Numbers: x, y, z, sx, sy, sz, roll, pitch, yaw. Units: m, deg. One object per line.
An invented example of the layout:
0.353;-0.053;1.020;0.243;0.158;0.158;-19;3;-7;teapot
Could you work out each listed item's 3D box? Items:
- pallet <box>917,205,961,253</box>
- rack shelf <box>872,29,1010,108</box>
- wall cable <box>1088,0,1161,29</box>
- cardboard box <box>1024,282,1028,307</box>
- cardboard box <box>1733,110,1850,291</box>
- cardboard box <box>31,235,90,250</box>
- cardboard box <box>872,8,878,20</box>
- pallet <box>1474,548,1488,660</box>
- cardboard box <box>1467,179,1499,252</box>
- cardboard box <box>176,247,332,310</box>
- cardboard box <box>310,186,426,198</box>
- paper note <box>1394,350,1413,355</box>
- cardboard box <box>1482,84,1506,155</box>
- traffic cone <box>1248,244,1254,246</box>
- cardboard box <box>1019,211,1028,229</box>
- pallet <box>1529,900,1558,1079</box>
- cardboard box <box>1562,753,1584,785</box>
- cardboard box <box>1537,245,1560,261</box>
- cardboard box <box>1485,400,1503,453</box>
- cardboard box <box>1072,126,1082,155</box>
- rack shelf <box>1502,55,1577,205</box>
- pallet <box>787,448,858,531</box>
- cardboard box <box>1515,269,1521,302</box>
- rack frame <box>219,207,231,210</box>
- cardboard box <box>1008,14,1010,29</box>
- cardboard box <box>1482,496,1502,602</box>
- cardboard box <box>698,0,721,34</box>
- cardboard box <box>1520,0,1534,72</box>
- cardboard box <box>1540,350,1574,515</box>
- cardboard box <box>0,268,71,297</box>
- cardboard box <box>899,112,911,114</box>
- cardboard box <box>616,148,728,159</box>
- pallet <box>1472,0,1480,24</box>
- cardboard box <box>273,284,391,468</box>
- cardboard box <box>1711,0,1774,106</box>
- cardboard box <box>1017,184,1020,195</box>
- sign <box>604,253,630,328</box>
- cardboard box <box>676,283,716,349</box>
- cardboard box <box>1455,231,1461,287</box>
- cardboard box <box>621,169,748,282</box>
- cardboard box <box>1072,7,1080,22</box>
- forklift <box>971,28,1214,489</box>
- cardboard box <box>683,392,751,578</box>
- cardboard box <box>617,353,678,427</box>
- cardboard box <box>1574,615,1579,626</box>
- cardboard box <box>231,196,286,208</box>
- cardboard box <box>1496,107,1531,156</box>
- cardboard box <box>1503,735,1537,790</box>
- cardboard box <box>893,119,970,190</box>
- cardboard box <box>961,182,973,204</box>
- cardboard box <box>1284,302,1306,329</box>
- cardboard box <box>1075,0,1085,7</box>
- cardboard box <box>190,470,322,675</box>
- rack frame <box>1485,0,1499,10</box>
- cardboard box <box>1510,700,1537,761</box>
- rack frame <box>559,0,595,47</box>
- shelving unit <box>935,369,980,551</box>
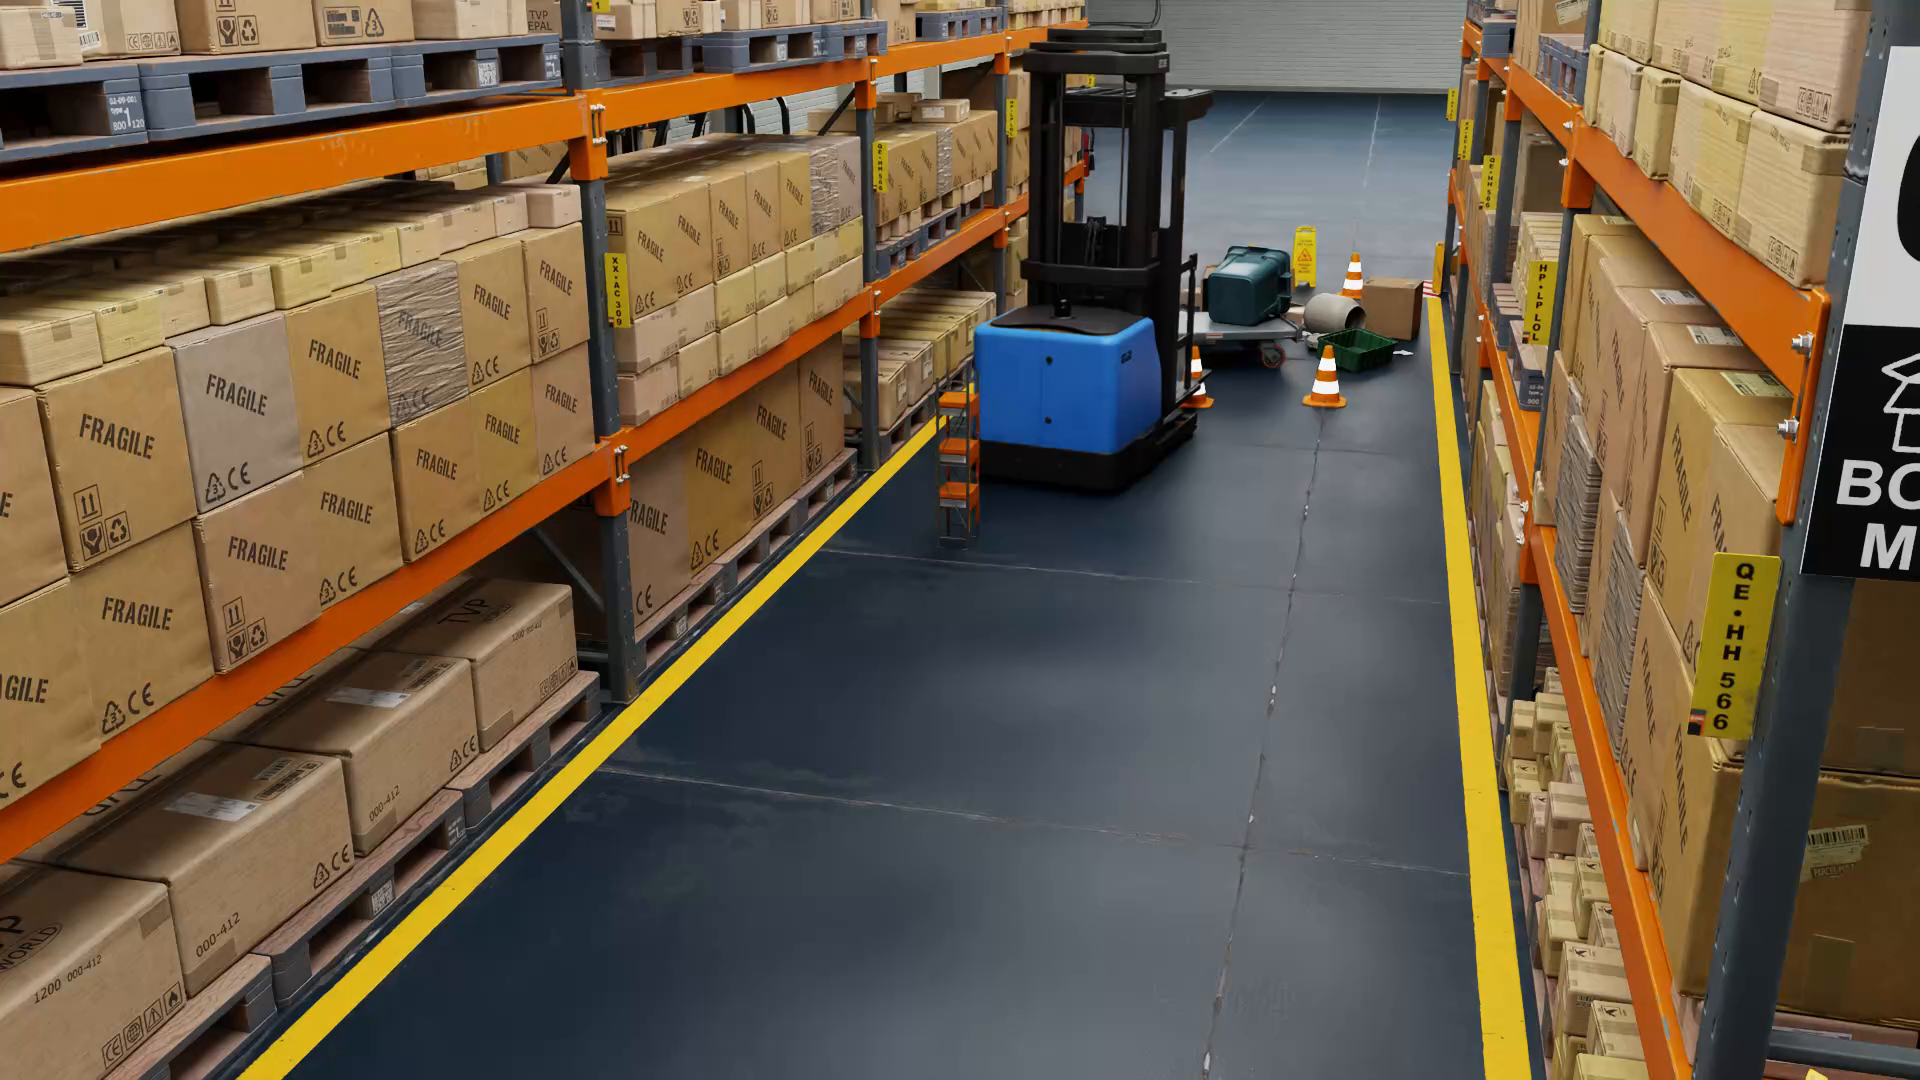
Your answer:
-0.617;-2.474;13.086;1.003;0.211;1.213;5;19;13;pallet
-0.573;-3.647;12.696;1.077;0.370;4.000;5;19;13;rack shelf
4.367;-16.284;48.743;3.097;2.526;0.112;5;19;13;wall cable
0.442;-2.424;16.248;0.500;0.250;0.500;6;20;16;cardboard box
1.663;-0.586;2.854;0.500;0.250;0.500;4;19;12;cardboard box
-6.095;-2.053;10.748;0.797;0.503;0.637;4;19;12;cardboard box
-0.757;-3.462;11.250;0.396;0.266;0.258;5;19;13;cardboard box
3.271;0.364;8.795;1.003;0.211;1.213;5;19;13;pallet
4.104;-2.424;12.490;0.500;0.500;0.500;5;19;13;cardboard box
-2.241;-0.833;5.280;0.380;0.149;0.250;4;19;12;cardboard box
-2.414;-1.355;6.807;0.380;0.149;0.250;5;19;14;cardboard box
4.027;-1.713;15.154;0.147;0.020;0.142;-9;21;-24;paper note
4.864;-3.530;13.980;0.875;0.550;0.550;5;19;13;cardboard box
3.199;-3.030;18.343;0.336;0.463;0.334;5;19;13;traffic cone
0.535;-3.113;16.102;0.380;0.149;0.250;5;20;15;cardboard box
2.360;1.589;5.210;1.003;0.211;1.213;5;19;13;pallet
2.321;0.881;5.808;0.380;0.149;0.250;4;19;12;cardboard box
3.143;-1.401;8.468;0.380;0.149;0.250;5;20;15;cardboard box
3.236;-0.596;9.350;0.500;0.250;0.500;4;19;13;cardboard box
1.028;-4.445;17.944;0.500;0.500;0.500;4;19;12;cardboard box
3.275;-2.034;7.974;1.077;0.370;4.000;5;19;13;rack shelf
-1.327;-0.380;10.974;1.003;0.211;1.213;5;19;13;pallet
3.393;-1.453;9.540;0.380;0.149;0.250;6;20;16;cardboard box
-5.875;-2.332;12.373;1.000;3.000;0.127;5;19;13;rack frame
0.233;-4.574;14.687;0.380;0.149;0.250;4;19;13;cardboard box
2.978;0.083;8.521;0.500;0.500;0.500;4;19;12;cardboard box
-1.390;-2.564;8.124;0.380;0.166;0.250;3;19;10;cardboard box
3.251;-2.733;8.753;0.500;0.500;0.500;5;19;13;cardboard box
2.421;-0.381;6.046;0.500;0.500;0.500;4;19;12;cardboard box
-2.868;-0.710;4.921;0.380;0.149;0.250;4;19;13;cardboard box
-0.477;-3.457;14.404;0.500;0.500;0.500;5;20;15;cardboard box
-1.672;-2.009;9.727;0.500;0.500;0.500;5;20;15;cardboard box
5.251;-4.850;15.242;1.003;0.211;1.213;5;19;13;pallet
-2.264;-0.563;5.493;0.500;0.500;0.500;5;19;14;cardboard box
1.798;-0.984;3.246;0.500;0.250;0.500;4;19;12;cardboard box
0.351;-3.318;15.650;0.380;0.149;0.250;5;19;13;cardboard box
-1.500;-1.091;7.279;0.100;0.325;0.005;5;19;13;sign
-1.557;-1.134;8.326;0.500;0.250;0.500;5;19;14;cardboard box
5.616;-3.065;17.156;0.875;0.875;0.875;5;19;14;cardboard box
-1.430;-1.641;8.651;0.500;0.500;0.500;4;19;12;cardboard box
1.048;-5.534;17.498;0.380;0.149;0.250;5;19;14;cardboard box
1.133;-2.157;11.968;1.130;2.935;3.031;8;20;22;forklift
-1.751;-0.365;9.252;0.875;0.875;0.875;5;20;15;cardboard box
-1.675;-0.733;7.926;0.500;0.250;0.500;4;19;12;cardboard box
2.197;0.187;5.388;0.380;0.149;0.250;5;19;14;cardboard box
-5.506;-2.615;12.662;0.500;0.250;0.500;5;19;13;cardboard box
4.501;-3.038;12.741;0.700;0.500;0.500;4;19;12;cardboard box
2.386;0.911;6.640;0.380;0.149;0.250;4;19;11;cardboard box
-0.226;-3.102;13.363;0.500;0.500;0.500;5;20;15;cardboard box
-0.110;-2.846;13.619;0.380;0.149;0.250;5;19;14;cardboard box
3.375;-2.226;16.293;0.396;0.266;0.258;8;21;23;cardboard box
1.030;-5.756;17.530;0.500;0.250;0.500;4;19;13;cardboard box
-2.382;0.073;5.179;0.500;0.500;0.500;5;19;13;cardboard box
4.741;-5.674;12.878;1.000;3.000;0.127;5;19;13;rack frame
2.387;0.770;6.593;0.380;0.149;0.250;6;20;16;cardboard box
-2.039;-3.526;6.589;1.000;3.000;0.127;5;19;13;rack frame
-0.013;-0.480;9.969;0.215;1.050;0.252;5;19;13;shelving unit
